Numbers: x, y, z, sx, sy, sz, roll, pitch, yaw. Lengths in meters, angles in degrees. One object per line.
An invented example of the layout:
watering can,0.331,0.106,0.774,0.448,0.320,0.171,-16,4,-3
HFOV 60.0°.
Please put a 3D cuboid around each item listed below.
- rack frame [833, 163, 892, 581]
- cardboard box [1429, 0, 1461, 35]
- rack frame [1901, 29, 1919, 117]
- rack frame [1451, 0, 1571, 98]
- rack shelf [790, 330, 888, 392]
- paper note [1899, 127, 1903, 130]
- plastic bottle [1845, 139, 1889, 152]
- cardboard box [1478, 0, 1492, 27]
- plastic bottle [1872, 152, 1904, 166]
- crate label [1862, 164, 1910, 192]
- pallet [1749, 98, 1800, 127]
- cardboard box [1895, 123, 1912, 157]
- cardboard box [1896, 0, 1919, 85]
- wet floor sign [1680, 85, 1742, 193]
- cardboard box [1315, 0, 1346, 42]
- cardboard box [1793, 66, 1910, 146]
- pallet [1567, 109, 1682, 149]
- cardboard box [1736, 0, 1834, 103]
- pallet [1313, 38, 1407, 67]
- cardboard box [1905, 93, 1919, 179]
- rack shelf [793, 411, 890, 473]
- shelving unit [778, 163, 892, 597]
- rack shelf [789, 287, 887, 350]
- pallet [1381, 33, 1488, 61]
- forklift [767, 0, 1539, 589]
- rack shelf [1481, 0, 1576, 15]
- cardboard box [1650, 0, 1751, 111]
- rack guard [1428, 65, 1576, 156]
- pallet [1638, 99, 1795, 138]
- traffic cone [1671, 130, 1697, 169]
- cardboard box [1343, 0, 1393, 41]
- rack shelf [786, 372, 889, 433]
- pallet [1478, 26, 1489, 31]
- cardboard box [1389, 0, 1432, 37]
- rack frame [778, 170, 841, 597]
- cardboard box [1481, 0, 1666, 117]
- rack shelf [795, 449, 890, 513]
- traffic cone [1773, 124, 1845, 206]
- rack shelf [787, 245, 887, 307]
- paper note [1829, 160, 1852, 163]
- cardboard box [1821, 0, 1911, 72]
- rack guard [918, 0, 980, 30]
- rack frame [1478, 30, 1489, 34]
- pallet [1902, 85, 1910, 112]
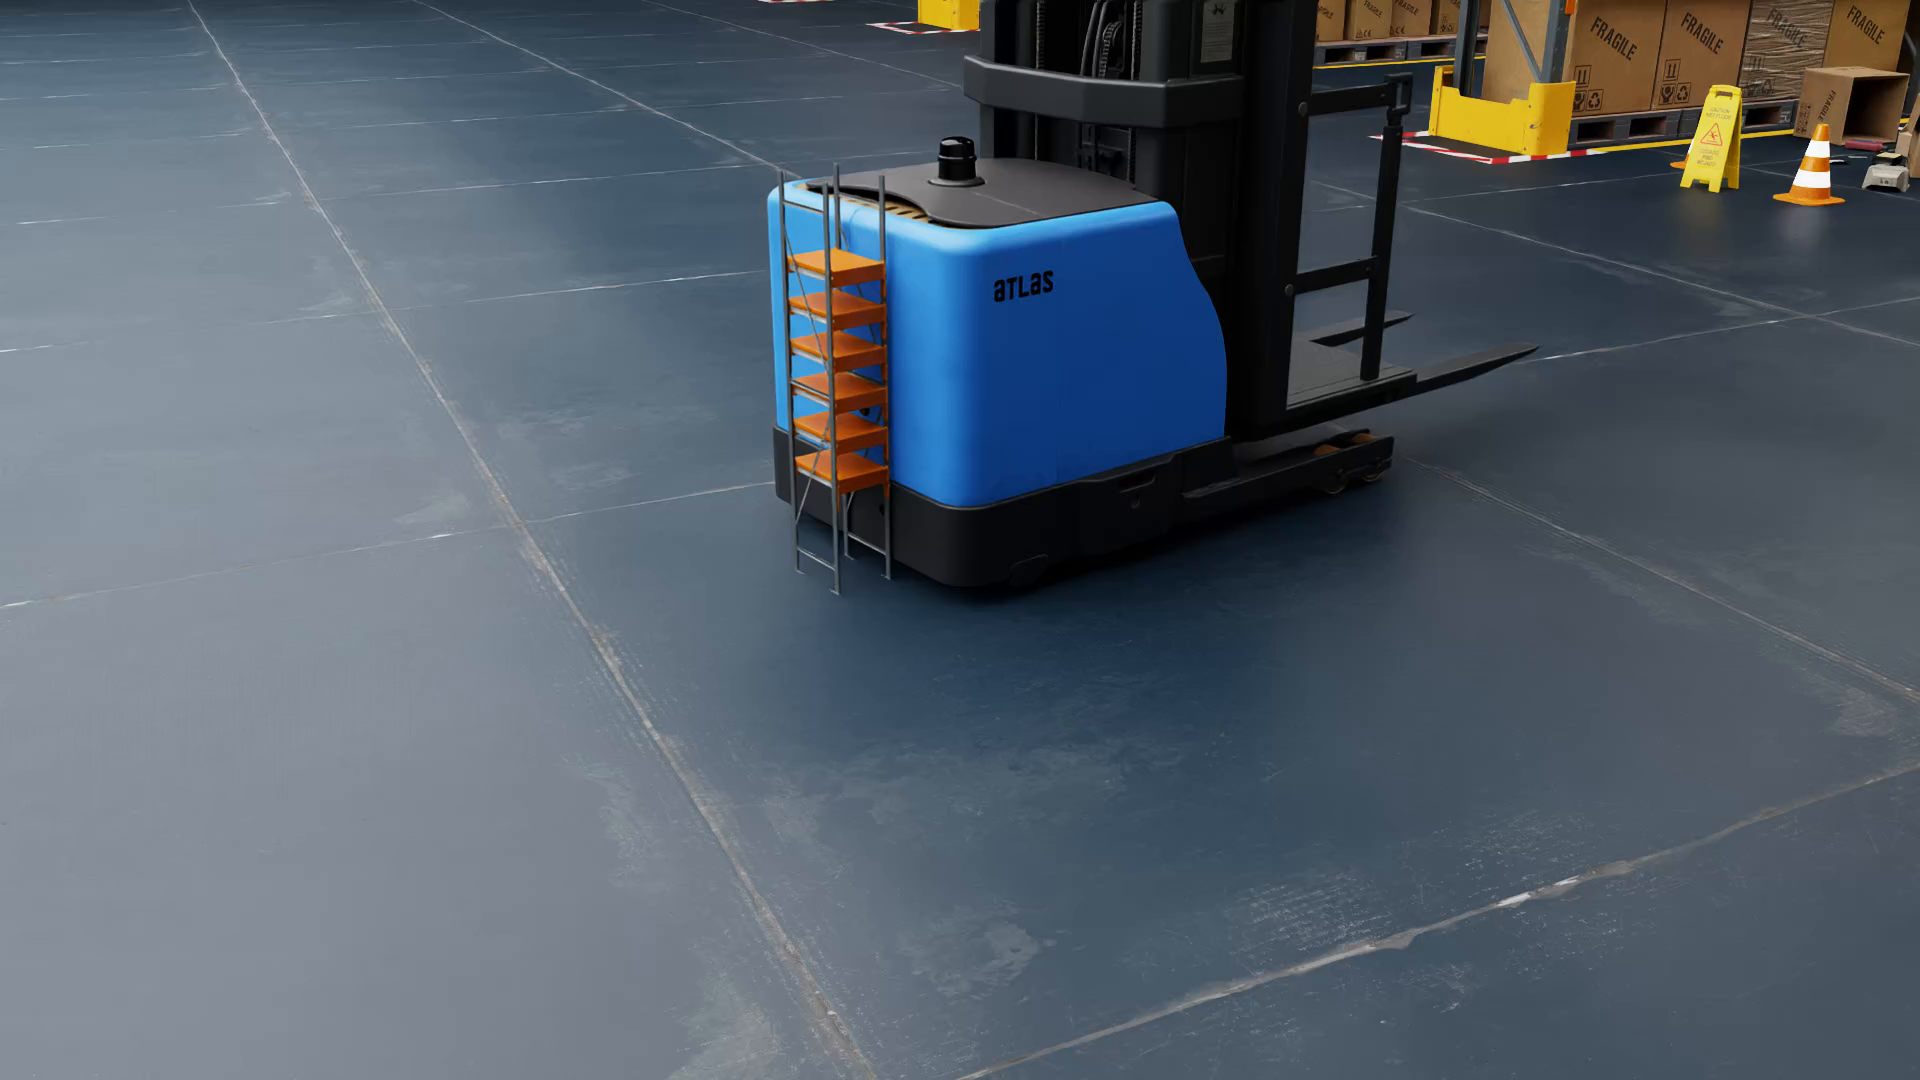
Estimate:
rack frame,-0.280,-0.468,4.811,0.006,1.200,0.240,-17,28,-35
cardboard box,5.179,-5.728,17.885,0.500,0.500,0.500,-11,25,-25
rack frame,7.617,-5.015,13.444,0.127,3.000,1.000,-10,25,-24
rack frame,4.013,-4.352,11.841,0.127,3.000,1.000,-10,25,-24
rack shelf,-0.352,-0.516,4.730,0.180,0.103,0.258,-17,28,-35
paper note,7.404,-3.220,12.988,0.147,0.020,0.142,10,24,22
plastic bottle,6.612,-2.868,12.100,0.283,0.061,0.133,20,30,40
cardboard box,6.119,-5.884,18.236,0.500,0.500,0.700,-13,26,-28
plastic bottle,6.473,-2.657,11.588,0.133,0.061,0.283,20,30,40
crate label,5.972,-2.334,10.709,0.250,0.136,0.298,15,27,31
pallet,6.898,-3.628,13.738,1.213,0.211,1.003,-10,25,-24
cardboard box,6.867,-2.832,11.745,0.258,0.266,0.396,-6,23,-14
cardboard box,8.137,-4.304,14.118,0.750,0.750,1.050,-11,25,-24
wet floor sign,4.845,-2.577,10.631,0.232,0.644,0.267,-15,27,-33
cardboard box,3.619,-5.423,17.148,0.500,0.500,0.500,-8,24,-19
cardboard box,6.663,-3.250,12.445,0.500,0.500,0.500,-6,23,-14
pallet,4.699,-3.223,12.760,1.213,0.211,1.003,-10,25,-24
cardboard box,6.209,-3.997,13.212,0.875,0.875,0.875,-10,25,-23
pallet,3.866,-5.125,17.356,1.213,0.211,1.003,-10,25,-24
cardboard box,6.735,-2.673,11.049,0.797,0.503,0.637,10,24,22
rack shelf,-0.352,-0.294,4.822,0.180,0.103,0.258,-17,28,-35
shelving unit,-0.352,-0.446,4.759,0.189,1.200,0.258,-17,28,-35
rack shelf,-0.352,-0.627,4.684,0.180,0.103,0.258,-17,28,-35
pallet,4.967,-5.329,17.849,1.213,0.211,1.003,-10,25,-24
forklift,0.870,-1.651,5.406,3.031,2.935,1.130,-17,28,-35
rack shelf,5.815,-4.351,12.780,4.000,0.370,1.077,-10,25,-24
cardboard box,5.387,-3.846,12.848,0.875,0.875,0.875,-11,25,-24
rack guard,3.991,-3.193,12.309,0.348,0.500,1.175,-10,25,-24
pallet,5.797,-3.424,13.245,1.213,0.211,1.003,-10,25,-24
traffic cone,5.107,-2.778,11.357,0.334,0.463,0.336,-10,25,-24
cardboard box,4.141,-5.500,17.335,0.500,0.500,0.500,-13,26,-28
rack shelf,-0.352,-0.405,4.776,0.180,0.103,0.258,-17,28,-35
pallet,6.258,-5.583,18.460,1.213,0.211,1.003,-10,25,-24
cardboard box,4.666,-5.630,17.649,0.500,0.500,0.500,-3,23,-7
rack frame,-0.424,-0.425,4.707,0.006,1.200,0.240,-17,28,-35
cardboard box,4.595,-3.699,12.494,0.875,0.875,0.875,-10,25,-23
rack shelf,-0.352,-0.183,4.868,0.180,0.103,0.258,-17,28,-35
traffic cone,5.291,-2.332,10.280,0.334,0.463,0.336,-10,25,-24
rack shelf,-0.352,-0.738,4.638,0.180,0.103,0.258,-17,28,-35
paper note,6.124,-2.647,11.607,0.142,0.017,0.144,-2,23,-5
cardboard box,7.020,-4.147,13.576,0.875,0.875,0.875,-10,25,-23
rack guard,-0.147,-6.659,20.682,0.348,0.500,1.175,-10,25,-24
rack frame,5.557,-6.741,17.614,0.127,3.000,1.000,-10,25,-24
pallet,8.280,-3.881,14.349,1.213,0.211,1.003,-10,25,-24
